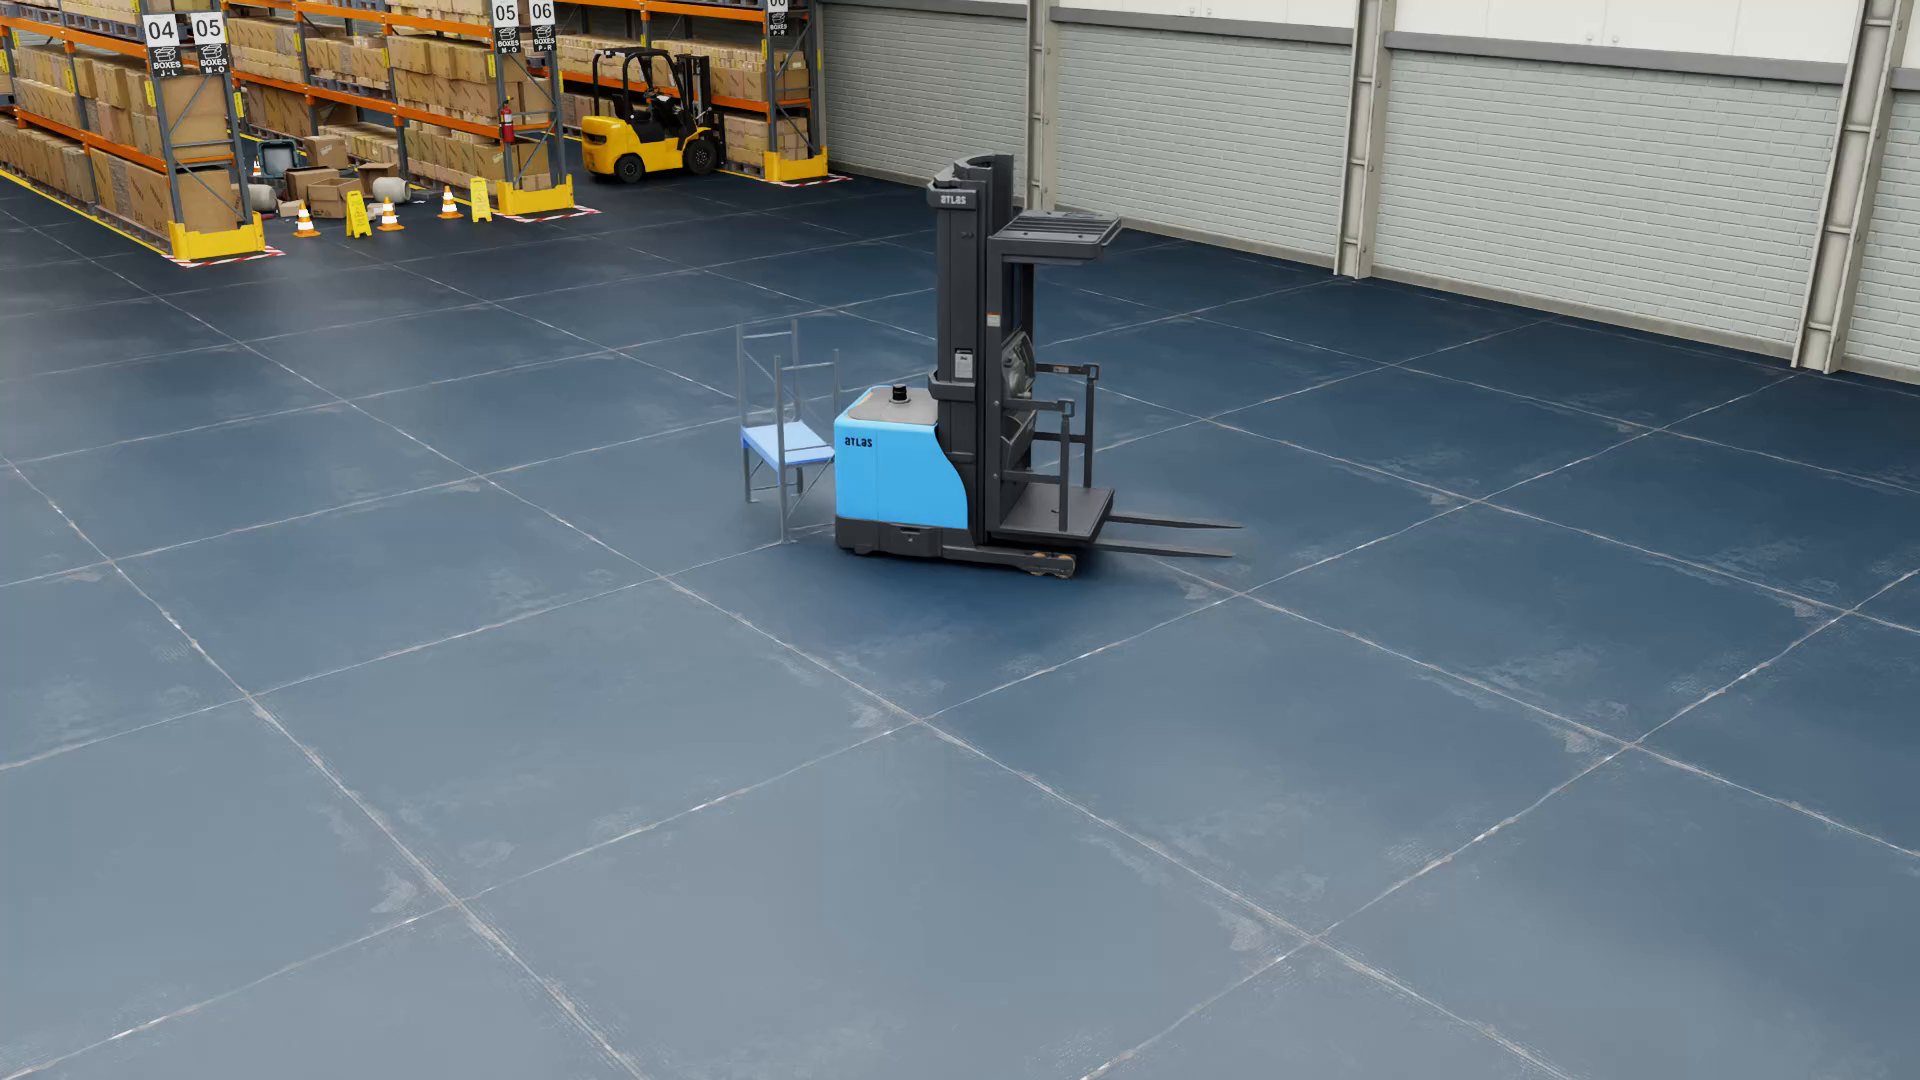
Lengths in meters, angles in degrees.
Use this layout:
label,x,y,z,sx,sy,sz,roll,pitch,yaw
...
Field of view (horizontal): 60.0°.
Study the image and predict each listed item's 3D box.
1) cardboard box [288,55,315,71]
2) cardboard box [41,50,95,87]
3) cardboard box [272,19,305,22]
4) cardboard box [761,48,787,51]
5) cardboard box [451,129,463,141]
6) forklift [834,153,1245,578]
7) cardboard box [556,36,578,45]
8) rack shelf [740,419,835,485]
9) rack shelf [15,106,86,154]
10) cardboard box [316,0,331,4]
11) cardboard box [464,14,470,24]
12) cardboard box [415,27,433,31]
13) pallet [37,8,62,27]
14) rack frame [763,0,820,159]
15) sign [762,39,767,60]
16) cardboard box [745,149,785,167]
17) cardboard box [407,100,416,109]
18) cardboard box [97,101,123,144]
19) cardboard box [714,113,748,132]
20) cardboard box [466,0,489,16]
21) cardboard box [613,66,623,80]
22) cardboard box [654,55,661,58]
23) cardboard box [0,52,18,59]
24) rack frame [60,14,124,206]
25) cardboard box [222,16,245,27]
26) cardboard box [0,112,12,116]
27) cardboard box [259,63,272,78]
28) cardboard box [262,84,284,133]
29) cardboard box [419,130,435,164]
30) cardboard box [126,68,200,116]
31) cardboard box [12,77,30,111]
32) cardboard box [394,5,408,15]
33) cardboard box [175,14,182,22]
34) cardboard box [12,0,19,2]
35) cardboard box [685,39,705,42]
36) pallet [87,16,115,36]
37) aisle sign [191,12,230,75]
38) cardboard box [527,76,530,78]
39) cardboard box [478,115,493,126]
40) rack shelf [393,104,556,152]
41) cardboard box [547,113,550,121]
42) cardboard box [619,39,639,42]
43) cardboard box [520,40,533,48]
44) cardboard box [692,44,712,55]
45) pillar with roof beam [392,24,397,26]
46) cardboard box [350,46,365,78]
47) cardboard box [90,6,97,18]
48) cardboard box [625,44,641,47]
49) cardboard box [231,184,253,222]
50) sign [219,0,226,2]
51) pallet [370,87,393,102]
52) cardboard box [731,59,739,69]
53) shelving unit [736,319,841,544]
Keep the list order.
label,x,y,z,sx,sy,sz,roll,pitch,yaw
cardboard box,-12.381,-9.057,31.516,0.500,0.250,0.500,-18,27,-38
cardboard box,-14.269,-7.579,26.712,0.700,0.500,0.500,-18,28,-38
cardboard box,-13.342,-10.089,33.121,0.500,0.500,0.500,-16,27,-36
cardboard box,-3.278,-8.574,29.327,0.380,0.149,0.250,-17,27,-36
cardboard box,-7.993,-6.565,26.910,0.380,0.149,0.250,-16,27,-35
forklift,0.620,-1.297,12.277,3.031,2.935,1.130,5,22,14
cardboard box,-7.954,-10.121,33.684,0.380,0.149,0.250,-17,27,-36
rack shelf,-1.348,-0.707,13.226,0.538,0.185,1.000,-9,23,-21
rack shelf,-14.250,-6.727,27.033,1.077,0.370,4.000,-17,27,-37
cardboard box,-11.261,-10.000,30.152,0.700,0.500,0.500,-17,27,-37
cardboard box,-7.430,-8.065,25.693,0.380,0.149,0.250,-16,27,-36
cardboard box,-12.265,-12.028,38.349,0.500,0.500,0.500,-17,27,-36
pallet,-13.581,-8.059,25.595,0.805,0.209,1.217,-19,28,-39
rack frame,-2.892,-7.793,28.768,1.000,3.000,0.127,-17,27,-37
sign,-3.312,-8.317,28.194,0.100,0.325,0.005,-17,27,-37
cardboard box,-3.438,-6.763,29.333,0.500,0.250,0.500,-17,27,-37
cardboard box,-9.094,-7.378,28.053,0.380,0.149,0.250,-16,27,-36
cardboard box,-12.056,-6.156,24.384,0.875,0.550,0.550,-17,27,-37
cardboard box,-4.103,-7.504,29.853,0.500,0.250,0.500,-17,27,-37
cardboard box,-7.188,-8.153,25.372,0.500,0.250,0.500,-18,28,-38
cardboard box,-6.362,-9.043,32.165,0.500,0.250,0.500,-18,27,-38
cardboard box,-5.494,-9.096,31.069,0.380,0.149,0.250,-18,28,-38
cardboard box,-17.242,-8.792,30.273,0.380,0.149,0.250,-18,27,-38
rack frame,-12.945,-6.509,25.491,1.000,3.000,0.127,-17,27,-37
cardboard box,-15.000,-10.503,34.178,0.500,0.500,0.500,-18,28,-38
cardboard box,-17.206,-7.545,29.958,0.500,0.250,0.500,-16,27,-35
cardboard box,-13.415,-9.243,32.677,0.500,0.250,0.500,-18,28,-38
cardboard box,-13.422,-8.732,33.503,0.875,0.875,0.875,-16,27,-36
cardboard box,-8.722,-6.608,27.908,0.500,0.500,0.500,-16,27,-35
cardboard box,-10.976,-6.219,23.062,0.875,0.550,0.550,-17,27,-37
cardboard box,-15.467,-7.473,27.813,0.500,0.500,0.500,-17,27,-37
cardboard box,-9.117,-8.765,27.480,0.380,0.149,0.250,-17,27,-37
cardboard box,-10.482,-7.167,22.689,0.380,0.149,0.250,-17,27,-37
cardboard box,-14.923,-8.793,26.700,0.500,0.250,0.500,-17,27,-36
cardboard box,-4.933,-9.290,31.156,0.380,0.149,0.250,-18,28,-39
pallet,-11.627,-7.299,23.516,1.003,0.211,1.213,-17,27,-37
aisle sign,-10.060,-6.667,22.327,0.394,0.787,0.004,-17,27,-37
cardboard box,-7.089,-7.135,26.543,0.500,0.500,0.500,-16,27,-36
cardboard box,-7.305,-6.590,26.040,0.380,0.149,0.250,-18,28,-38
rack shelf,-7.955,-6.828,27.291,1.077,0.370,4.000,-17,27,-37
cardboard box,-8.553,-9.101,34.959,0.500,0.500,0.500,-16,27,-36
cardboard box,-6.530,-9.827,32.936,0.380,0.149,0.250,-17,27,-37
cardboard box,-9.048,-10.344,34.910,0.500,0.250,0.500,-19,28,-40
cardboard box,-4.619,-8.890,30.134,0.380,0.149,0.250,-18,27,-38
pillar with roof beam,-17.674,-14.942,38.794,9.100,9.000,0.400,-17,27,-37
cardboard box,-10.393,-8.450,29.325,0.500,0.500,0.500,-16,27,-36
cardboard box,-11.972,-7.430,23.358,0.380,0.149,0.250,-17,27,-37
cardboard box,-6.196,-9.436,31.935,0.380,0.149,0.250,-17,27,-37
cardboard box,-11.154,-5.162,25.475,0.500,0.500,0.500,-12,25,-28
sign,-9.910,-7.375,22.281,0.100,0.325,0.005,-17,27,-37
pallet,-9.650,-7.872,29.233,1.003,0.211,1.213,-17,27,-37
cardboard box,-3.796,-8.392,29.270,0.380,0.149,0.250,-18,27,-38
shelving unit,-1.348,-0.875,13.161,0.538,1.500,1.048,-9,23,-21
